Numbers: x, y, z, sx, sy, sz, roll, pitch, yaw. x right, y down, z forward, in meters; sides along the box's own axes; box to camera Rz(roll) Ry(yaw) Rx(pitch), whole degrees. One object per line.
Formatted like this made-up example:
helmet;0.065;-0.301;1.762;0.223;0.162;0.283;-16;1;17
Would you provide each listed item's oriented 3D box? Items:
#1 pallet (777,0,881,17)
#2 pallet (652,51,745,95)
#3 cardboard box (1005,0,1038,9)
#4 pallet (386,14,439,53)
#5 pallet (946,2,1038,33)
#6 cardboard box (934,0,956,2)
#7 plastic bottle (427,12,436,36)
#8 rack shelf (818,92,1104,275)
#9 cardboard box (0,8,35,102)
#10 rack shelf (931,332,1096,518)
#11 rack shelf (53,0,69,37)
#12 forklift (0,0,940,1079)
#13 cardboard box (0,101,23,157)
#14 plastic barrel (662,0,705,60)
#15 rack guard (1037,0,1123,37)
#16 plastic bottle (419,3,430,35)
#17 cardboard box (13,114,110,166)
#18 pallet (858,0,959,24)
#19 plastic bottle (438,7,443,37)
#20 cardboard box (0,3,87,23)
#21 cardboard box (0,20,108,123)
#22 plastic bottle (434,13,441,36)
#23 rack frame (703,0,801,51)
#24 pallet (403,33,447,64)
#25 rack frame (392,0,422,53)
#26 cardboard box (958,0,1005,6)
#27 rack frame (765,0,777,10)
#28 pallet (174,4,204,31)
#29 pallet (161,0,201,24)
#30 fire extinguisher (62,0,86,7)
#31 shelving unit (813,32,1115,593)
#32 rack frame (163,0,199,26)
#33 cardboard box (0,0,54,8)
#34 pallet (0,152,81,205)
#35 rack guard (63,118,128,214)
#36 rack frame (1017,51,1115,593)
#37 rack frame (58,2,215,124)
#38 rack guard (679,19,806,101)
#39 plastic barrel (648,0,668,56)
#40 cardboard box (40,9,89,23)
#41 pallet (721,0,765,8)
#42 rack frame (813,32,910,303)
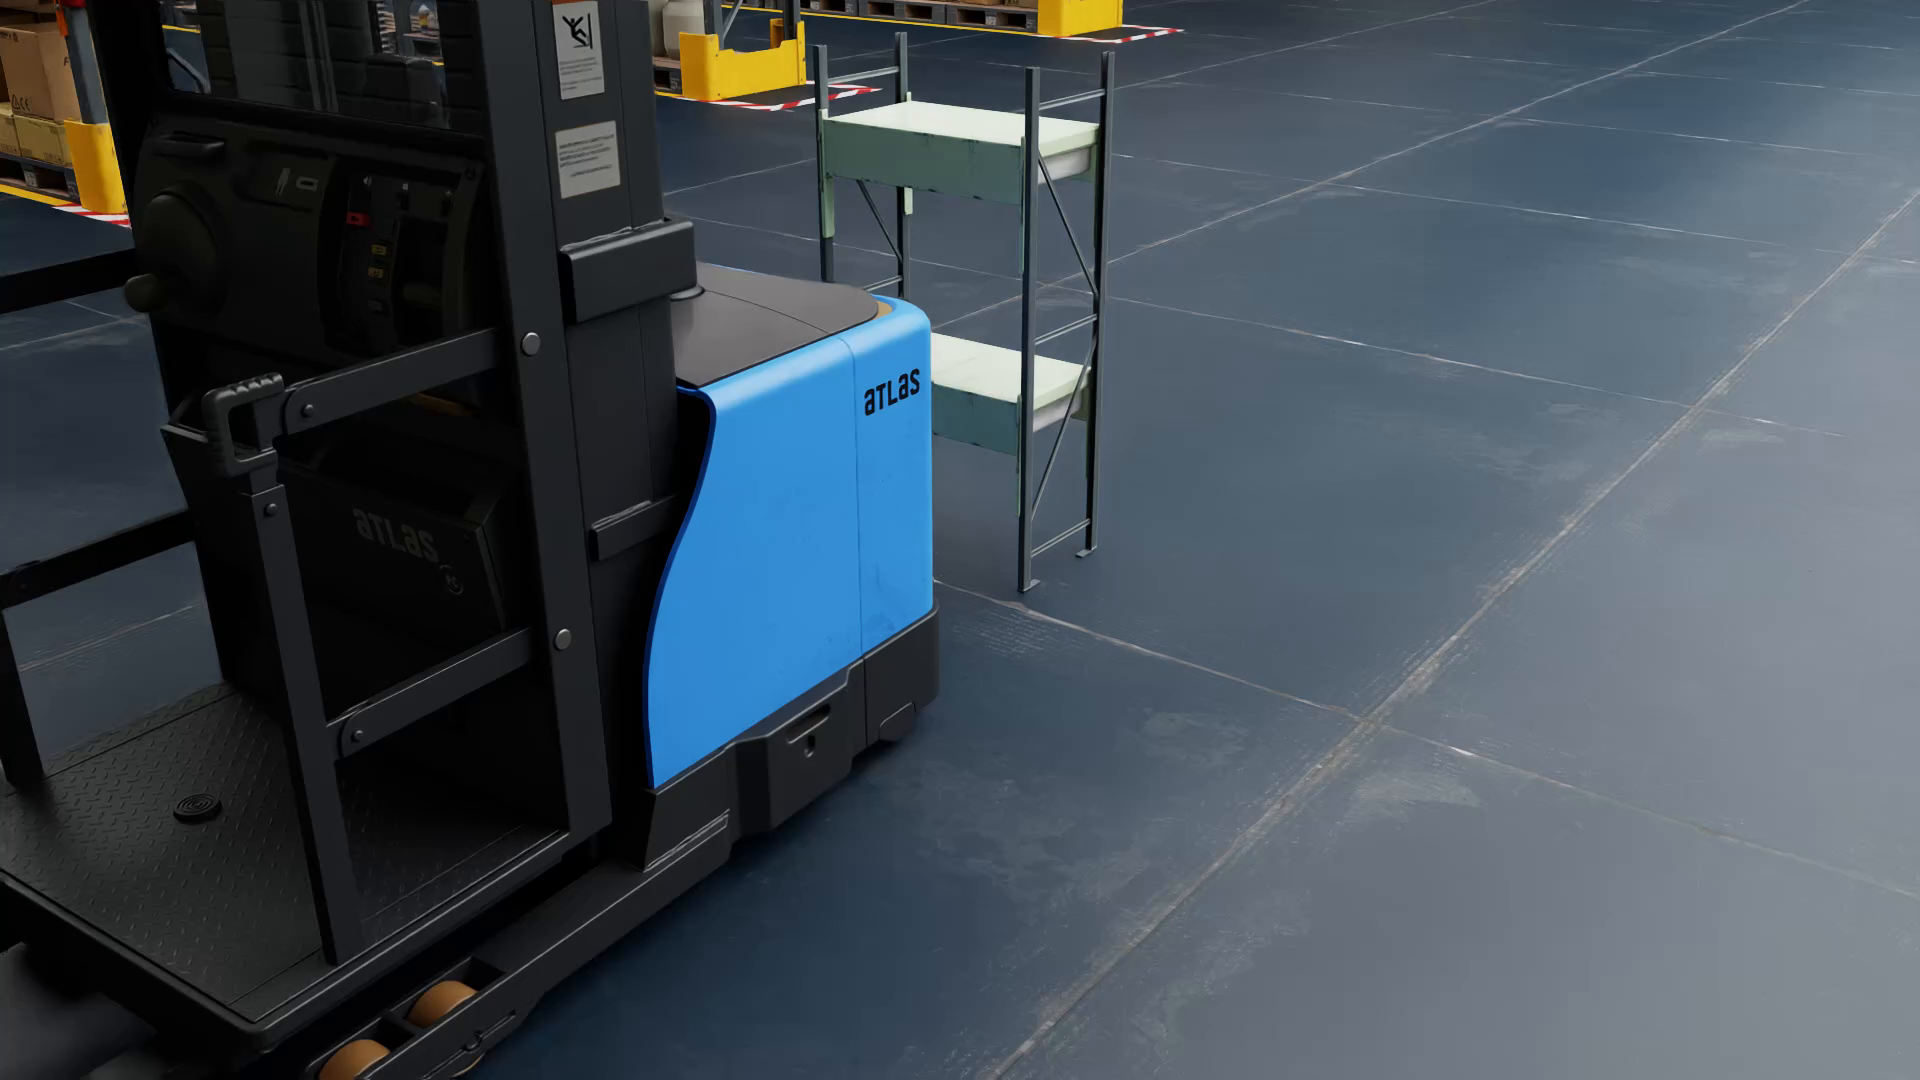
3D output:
pallet;-1.332;-6.185;19.027;1.213;0.211;1.003;17;29;33
pallet;-2.396;-3.972;14.004;1.213;0.211;1.003;17;29;33
cardboard box;0.820;-5.850;17.386;0.500;0.500;0.500;-20;31;-38
pallet;-5.513;-4.916;16.145;1.213;0.211;1.003;17;29;33
pallet;0.620;-5.595;17.687;1.213;0.211;1.003;17;29;33
cardboard box;-0.168;-6.141;18.047;0.500;0.500;0.500;20;31;38
plastic bottle;-4.788;-4.692;15.104;0.097;0.201;0.097;0;24;0
rack shelf;0.005;-1.042;4.787;0.720;0.370;0.431;17;29;33
cardboard box;-6.051;-2.998;10.293;0.500;0.500;0.500;17;29;33
rack shelf;0.005;-0.386;5.075;0.720;0.370;0.431;17;29;33
rack shelf;-6.235;-3.604;10.603;4.000;0.370;1.077;17;29;33
forklift;-1.292;-0.519;2.793;1.130;2.935;3.031;15;28;31
cardboard box;-5.648;-2.535;10.173;0.500;0.250;0.500;17;29;33
plastic barrel;-2.233;-4.235;13.707;0.421;0.512;0.421;0;24;0
rack guard;1.249;-5.520;17.157;0.348;0.500;1.175;17;29;33
plastic bottle;-4.869;-4.749;15.146;0.097;0.271;0.097;0;24;0
cardboard box;-5.241;-2.418;9.907;0.500;0.250;0.500;17;29;33
pallet;-0.352;-5.891;18.357;1.213;0.211;1.003;17;29;33
plastic bottle;-4.594;-4.682;14.987;0.135;0.276;0.152;18;30;35
cardboard box;-5.739;-3.166;10.674;0.500;0.500;0.500;17;29;33
cardboard box;-5.242;-2.761;9.755;0.500;0.500;0.500;17;29;33
plastic bottle;-4.706;-4.668;15.048;0.097;0.201;0.097;0;24;0
rack frame;-1.660;-5.047;12.985;0.127;3.000;1.000;17;29;33
pallet;-4.349;-4.563;15.343;1.213;0.211;1.003;17;29;33
rack frame;-4.861;-6.014;15.180;0.127;3.000;1.000;17;29;33
cardboard box;0.322;-5.983;17.689;0.500;0.500;0.500;-17;29;-34
rack frame;-1.891;-7.612;18.807;0.127;3.000;1.000;17;29;33
pallet;-7.465;-5.506;17.484;1.213;0.211;1.003;17;29;33
pallet;-8.718;-5.883;18.340;1.213;0.211;1.003;17;29;33
fire extinguisher;-4.818;-3.236;8.970;0.183;0.674;0.296;17;29;33
shelving unit;0.005;-0.685;4.944;0.755;1.500;0.431;17;29;33
rack frame;-8.062;-6.982;17.376;0.127;3.000;1.000;17;29;33
cardboard box;-6.129;-3.292;10.961;0.500;0.500;0.500;17;29;33
pallet;-5.271;-2.345;10.311;1.213;0.211;1.003;17;29;33
rack guard;-4.615;-2.300;9.851;0.348;0.500;1.175;17;29;33
rack frame;0.298;-0.596;4.743;0.023;1.500;0.400;17;29;33
rack frame;-4.634;-3.450;9.360;0.127;3.000;1.000;17;29;33
rack guard;-1.749;-3.906;13.496;0.348;0.500;1.175;17;29;33
plastic barrel;-2.634;-4.357;13.982;0.421;0.512;0.421;0;24;0
cardboard box;-5.331;-3.049;10.409;0.500;0.500;0.500;17;29;33
pallet;-2.515;-6.524;19.796;1.213;0.211;1.003;17;29;33
rack frame;-0.288;-0.773;5.145;0.023;1.500;0.400;17;29;33
